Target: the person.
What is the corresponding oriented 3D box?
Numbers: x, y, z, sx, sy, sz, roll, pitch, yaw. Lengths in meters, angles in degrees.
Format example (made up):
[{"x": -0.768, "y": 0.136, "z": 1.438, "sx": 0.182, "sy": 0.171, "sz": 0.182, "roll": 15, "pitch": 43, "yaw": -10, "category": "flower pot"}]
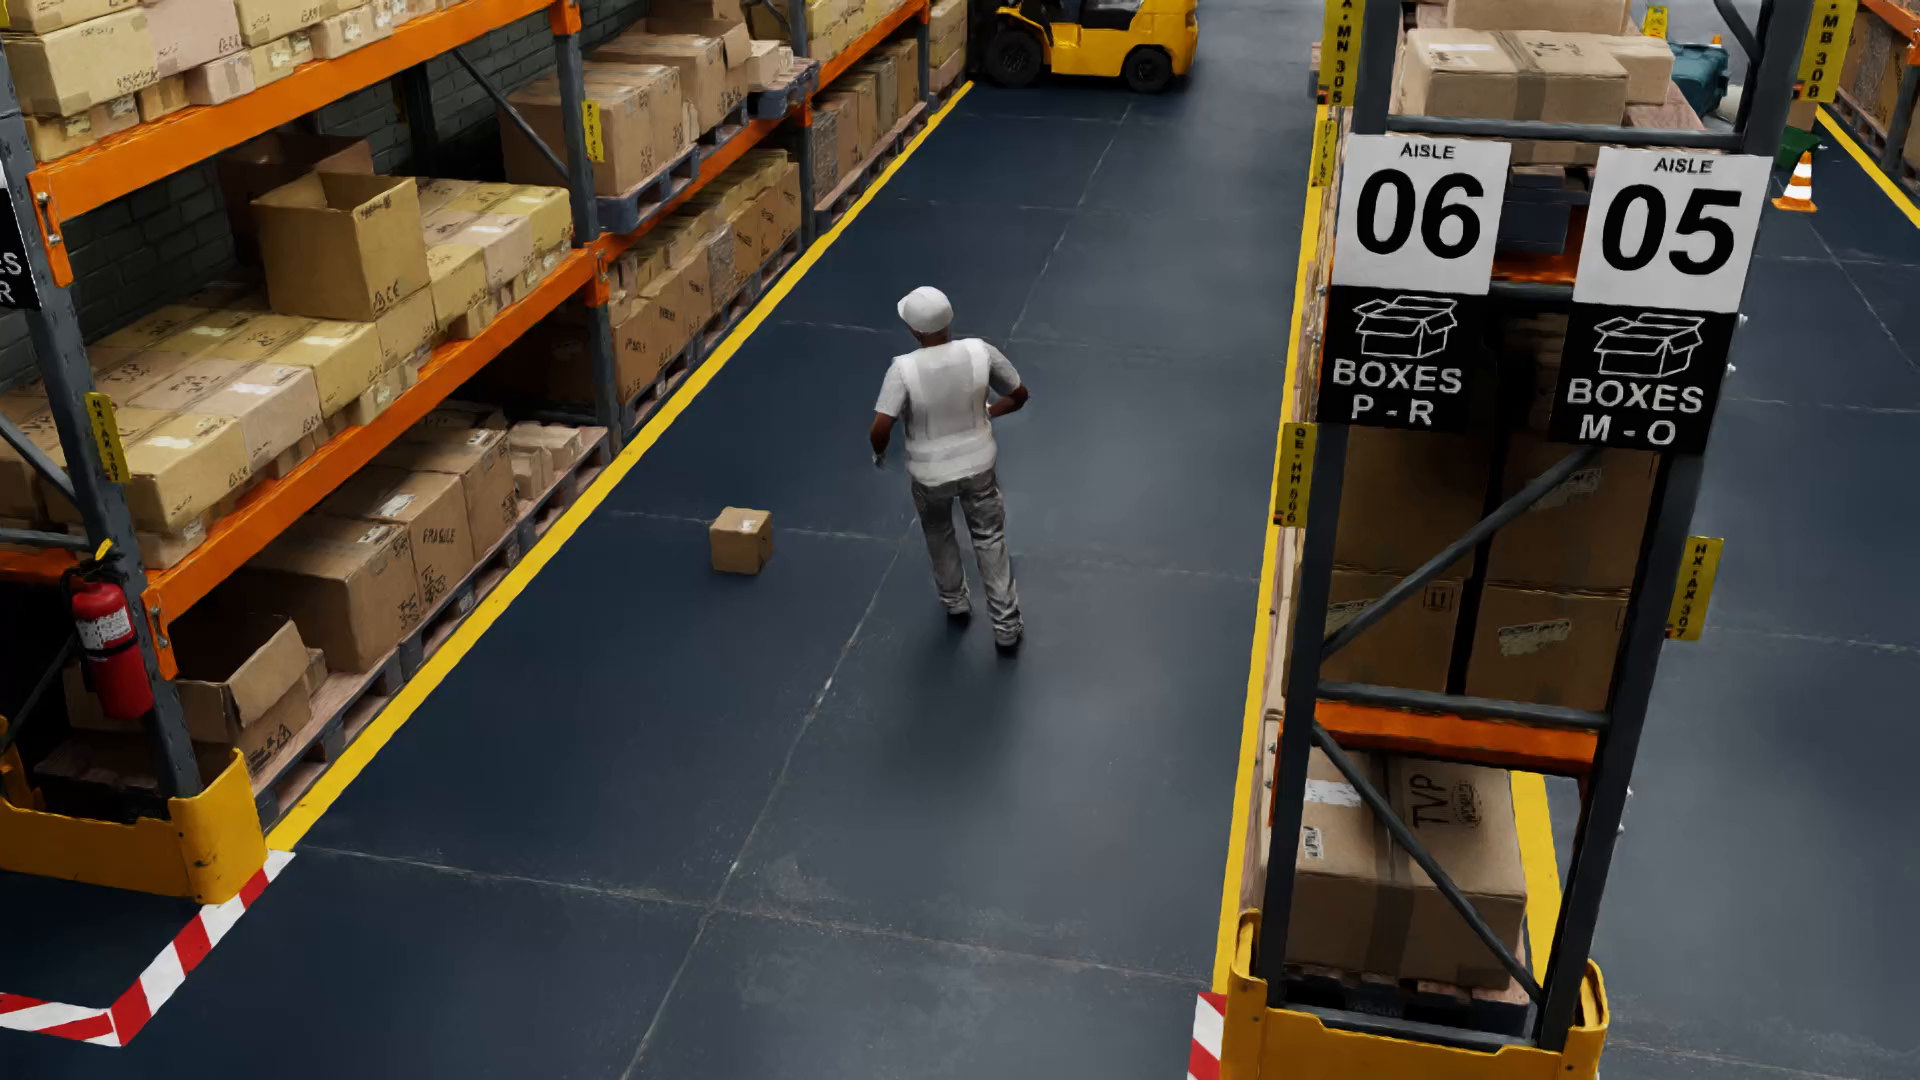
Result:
[{"x": -0.066, "y": -0.313, "z": 7.734, "sx": 0.755, "sy": 1.824, "sz": 0.619, "roll": -7, "pitch": 29, "yaw": -12, "category": "person"}]
